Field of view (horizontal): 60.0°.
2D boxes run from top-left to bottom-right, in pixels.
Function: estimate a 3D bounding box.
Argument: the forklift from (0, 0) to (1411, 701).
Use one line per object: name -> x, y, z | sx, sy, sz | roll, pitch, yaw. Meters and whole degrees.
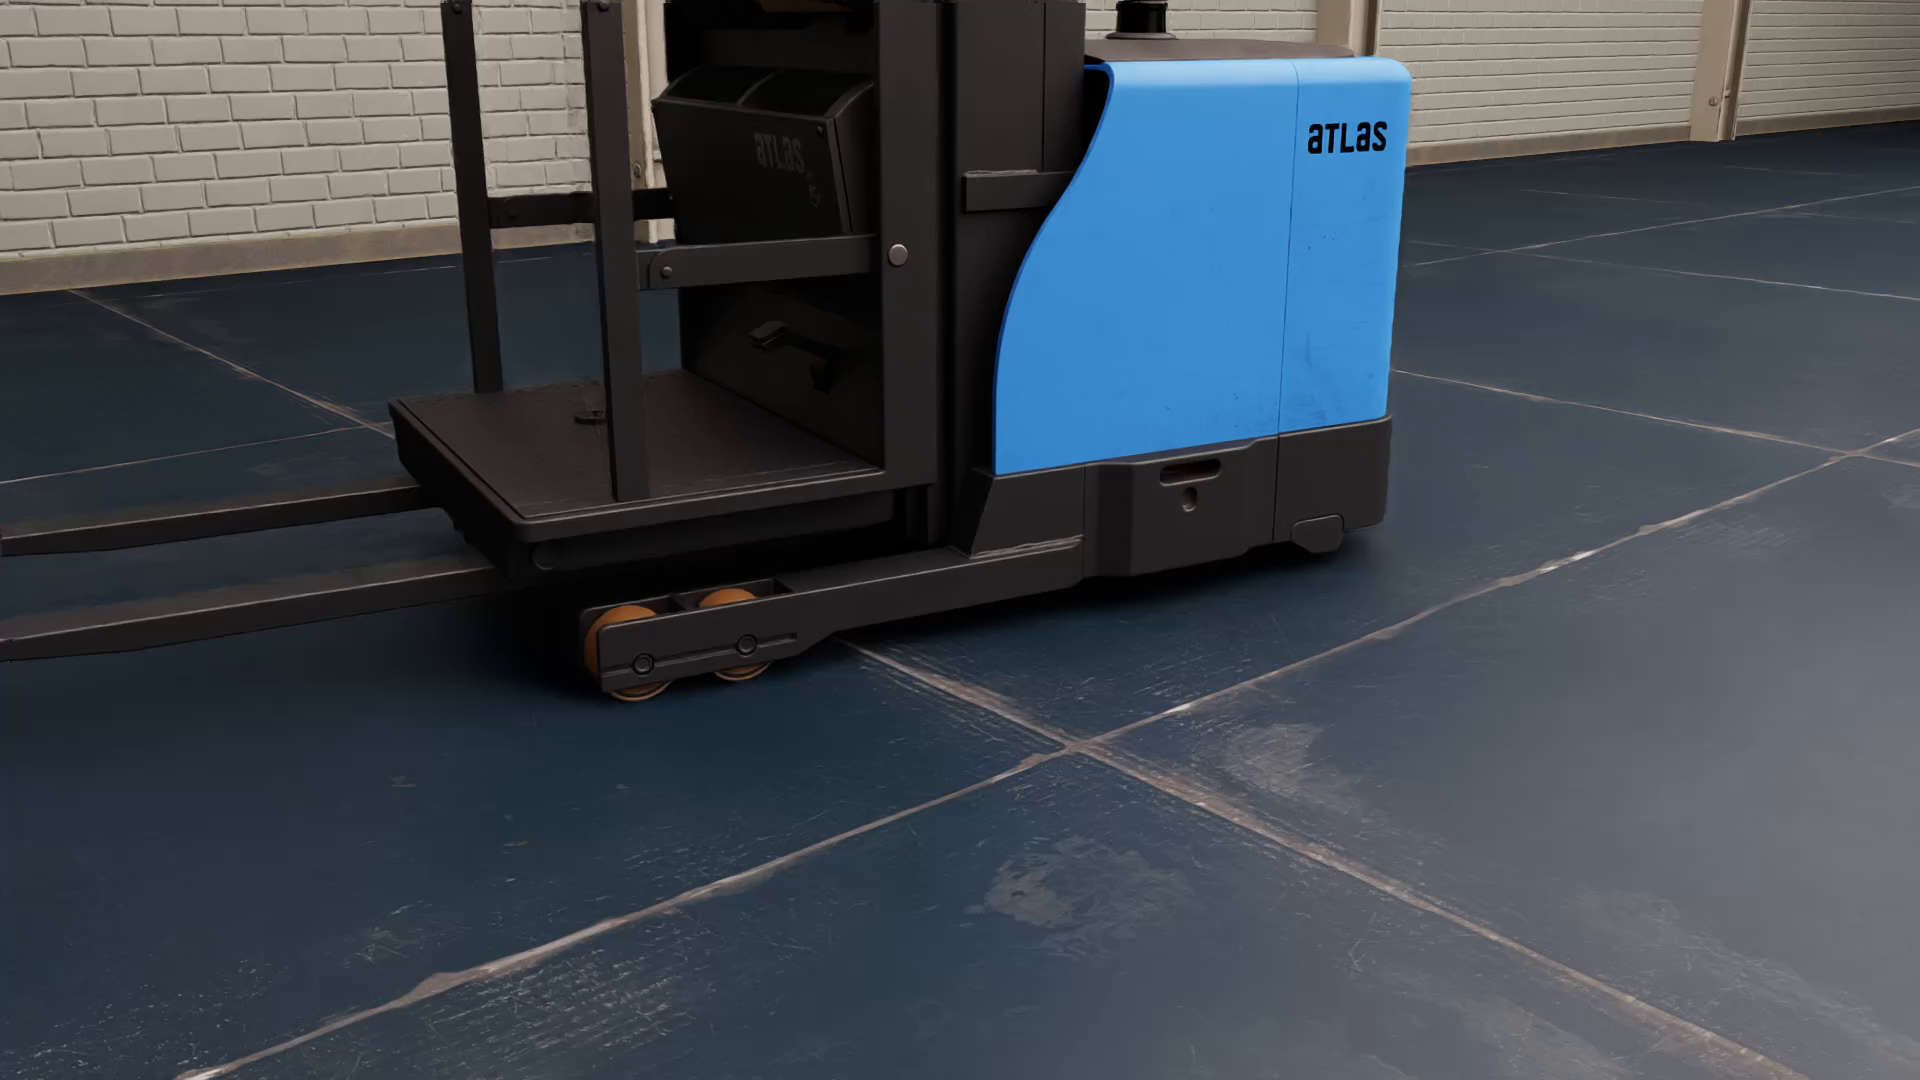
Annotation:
forklift -> -0.576, -1.294, 3.075 | 3.031, 2.935, 1.130 | -9, 20, -28
